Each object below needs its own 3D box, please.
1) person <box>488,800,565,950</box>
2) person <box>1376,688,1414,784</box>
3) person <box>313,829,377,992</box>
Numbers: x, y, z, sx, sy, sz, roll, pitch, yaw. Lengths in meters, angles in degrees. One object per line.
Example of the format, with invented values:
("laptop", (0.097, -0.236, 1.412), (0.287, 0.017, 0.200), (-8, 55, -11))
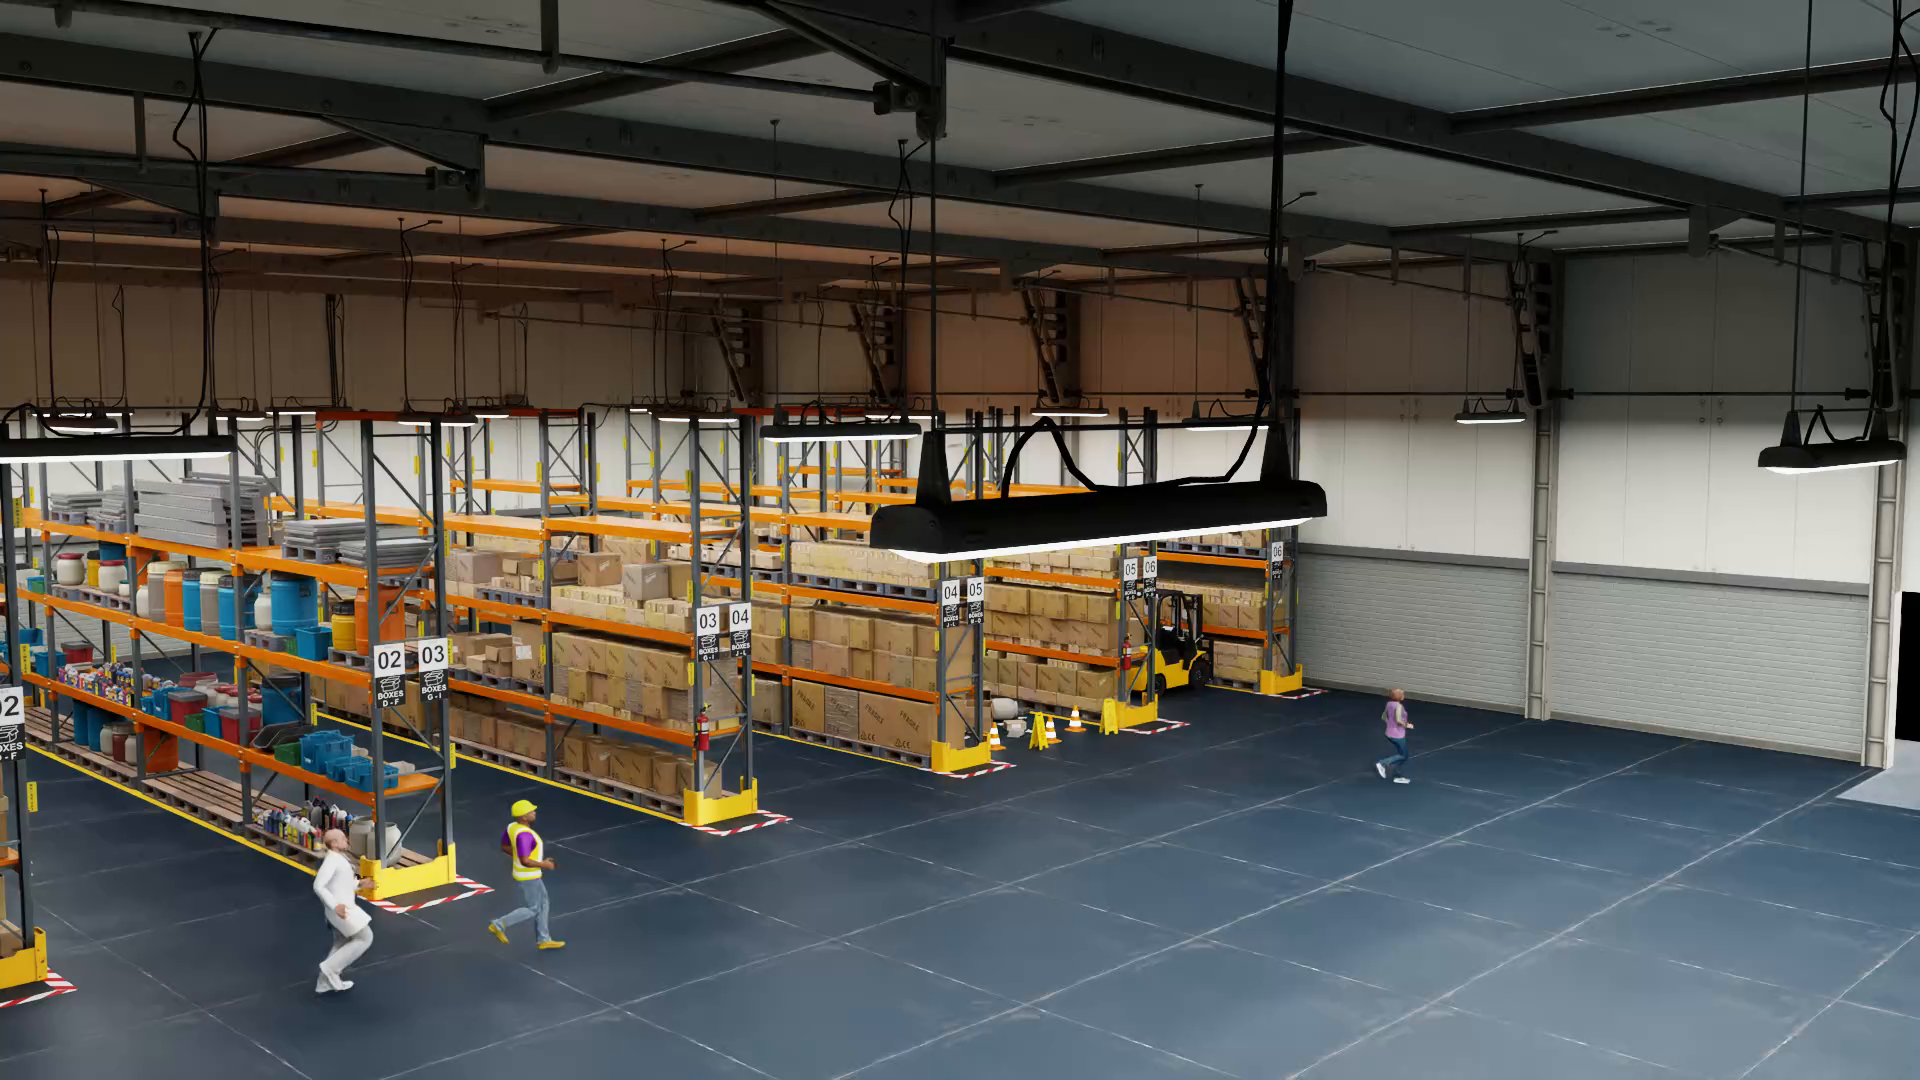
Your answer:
("person", (-4.915, 3.797, 18.784), (0.863, 1.746, 0.699), (-2, 6, -24))
("person", (7.018, 3.181, 26.913), (0.625, 1.540, 0.542), (-1, 5, -10))
("person", (-6.485, 3.897, 17.551), (0.649, 1.732, 0.691), (-2, 6, -24))
